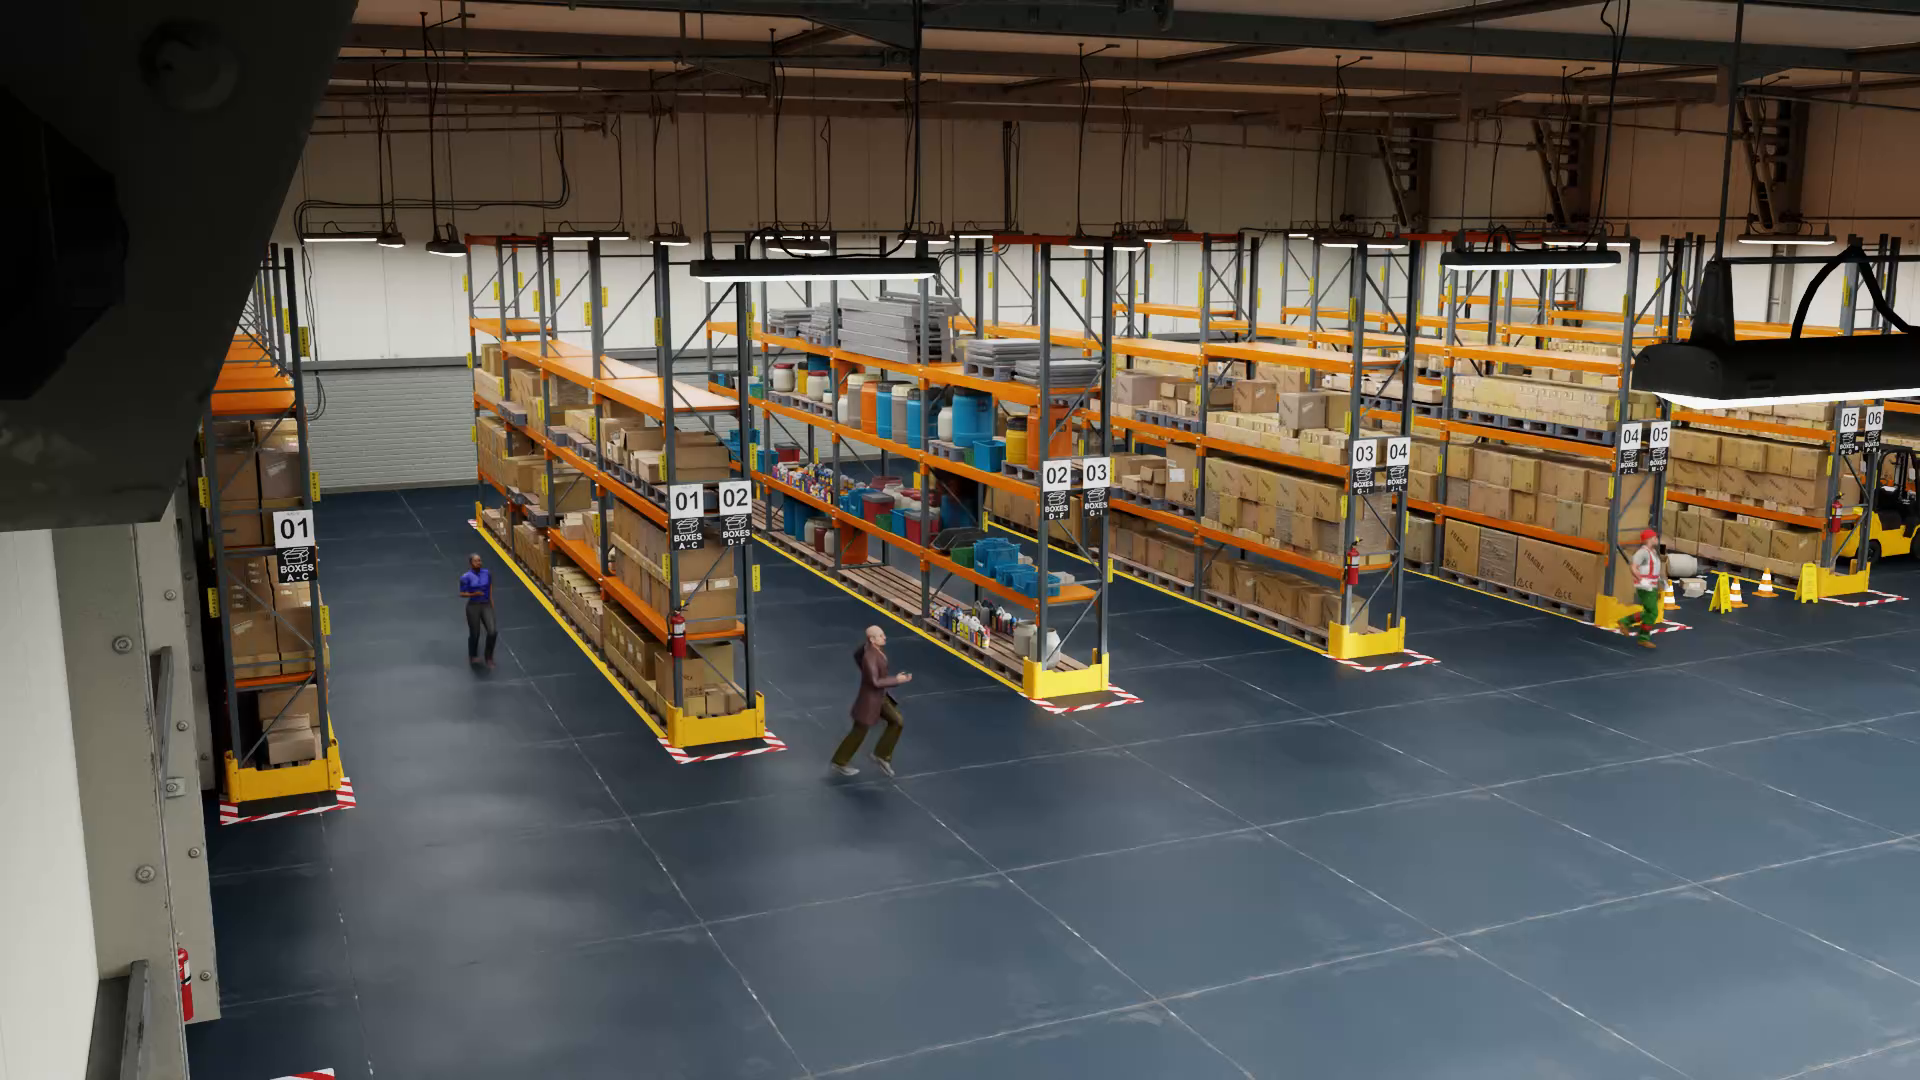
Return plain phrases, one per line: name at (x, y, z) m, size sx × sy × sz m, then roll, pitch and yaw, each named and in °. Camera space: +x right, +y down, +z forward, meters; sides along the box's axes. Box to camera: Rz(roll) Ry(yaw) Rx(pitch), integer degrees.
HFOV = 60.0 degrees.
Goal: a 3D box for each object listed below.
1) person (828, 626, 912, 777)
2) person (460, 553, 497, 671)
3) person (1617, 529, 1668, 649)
person at (-1.014, 1.845, 18.977) m, size 0.964 × 1.807 × 0.728 m, roll 2°, pitch 11°, yaw 8°
person at (-6.800, 1.024, 23.557) m, size 0.558 × 1.705 × 0.698 m, roll -8°, pitch 13°, yaw -34°
person at (10.252, 0.709, 24.966) m, size 0.644 × 1.740 × 0.712 m, roll 9°, pitch 14°, yaw 38°
